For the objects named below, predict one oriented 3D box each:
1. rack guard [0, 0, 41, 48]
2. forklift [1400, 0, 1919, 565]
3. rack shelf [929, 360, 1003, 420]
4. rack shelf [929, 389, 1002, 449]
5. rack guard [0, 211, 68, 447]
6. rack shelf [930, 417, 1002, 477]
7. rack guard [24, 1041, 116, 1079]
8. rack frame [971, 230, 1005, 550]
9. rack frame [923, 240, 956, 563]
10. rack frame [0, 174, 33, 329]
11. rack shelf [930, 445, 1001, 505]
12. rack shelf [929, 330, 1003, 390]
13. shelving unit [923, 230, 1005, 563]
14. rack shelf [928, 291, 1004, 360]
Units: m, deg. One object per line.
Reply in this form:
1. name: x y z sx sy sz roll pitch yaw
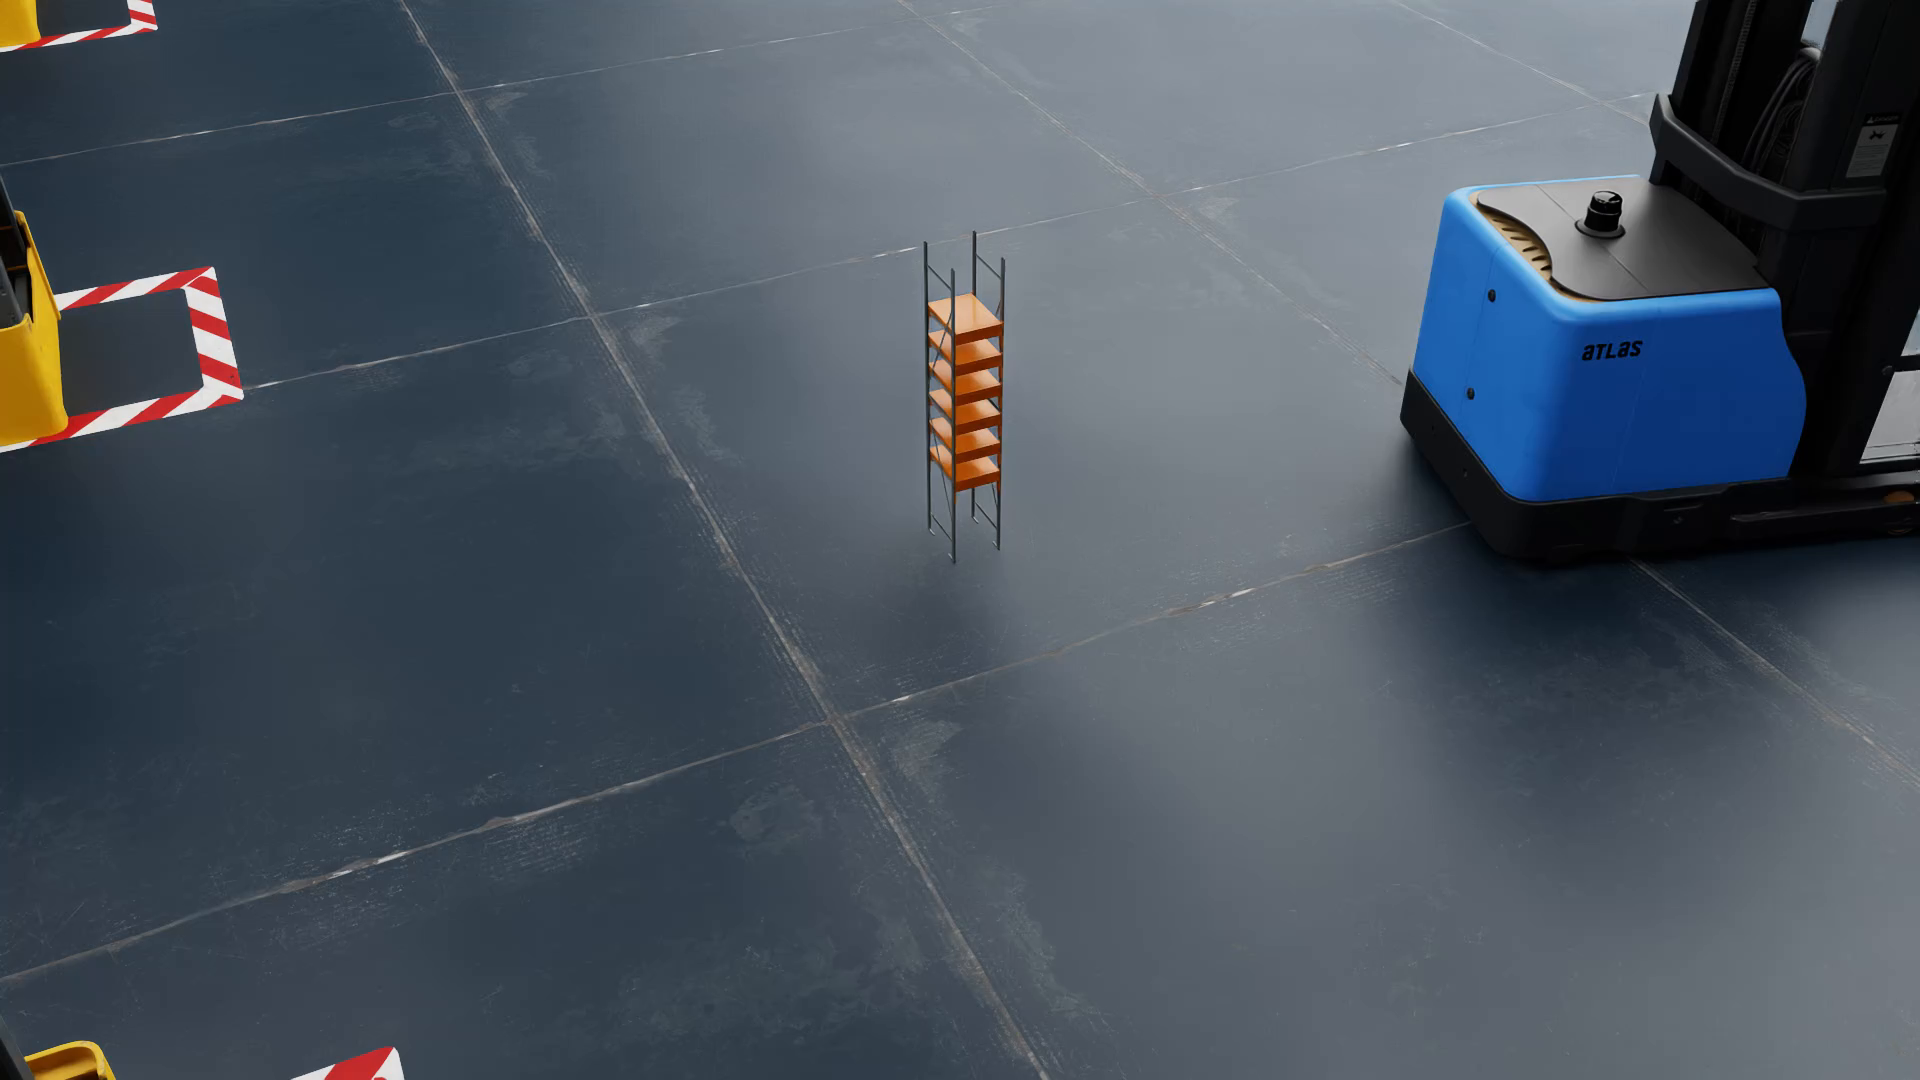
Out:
1. rack guard: -6.200 -3.612 10.701 0.348 0.500 1.175 -16 39 -20
2. forklift: 3.362 -1.502 5.814 3.031 2.935 1.130 -6 37 -8
3. rack shelf: 0.013 -0.546 5.852 0.180 0.103 0.258 -16 39 -20
4. rack shelf: 0.013 -0.450 5.924 0.180 0.103 0.258 -16 39 -20
5. rack guard: -4.076 -0.916 7.065 0.348 0.500 1.175 -16 39 -20
6. rack shelf: 0.013 -0.354 5.995 0.180 0.103 0.258 -16 39 -20
7. rack guard: -1.904 1.706 3.531 0.348 0.500 1.175 -16 39 -20
8. rack frame: 0.096 -0.509 5.929 0.006 1.200 0.240 -16 39 -20
9. rack frame: -0.070 -0.462 5.866 0.006 1.200 0.240 -16 39 -20
10. rack frame: -4.027 -1.965 6.381 0.127 3.000 1.000 -16 39 -20
11. rack shelf: 0.013 -0.257 6.067 0.180 0.103 0.258 -16 39 -20
12. rack shelf: 0.013 -0.643 5.781 0.180 0.103 0.258 -16 39 -20
13. shelving unit: 0.013 -0.486 5.898 0.189 1.200 0.258 -16 39 -20
14. rack shelf: 0.013 -0.739 5.710 0.180 0.103 0.258 -16 39 -20
